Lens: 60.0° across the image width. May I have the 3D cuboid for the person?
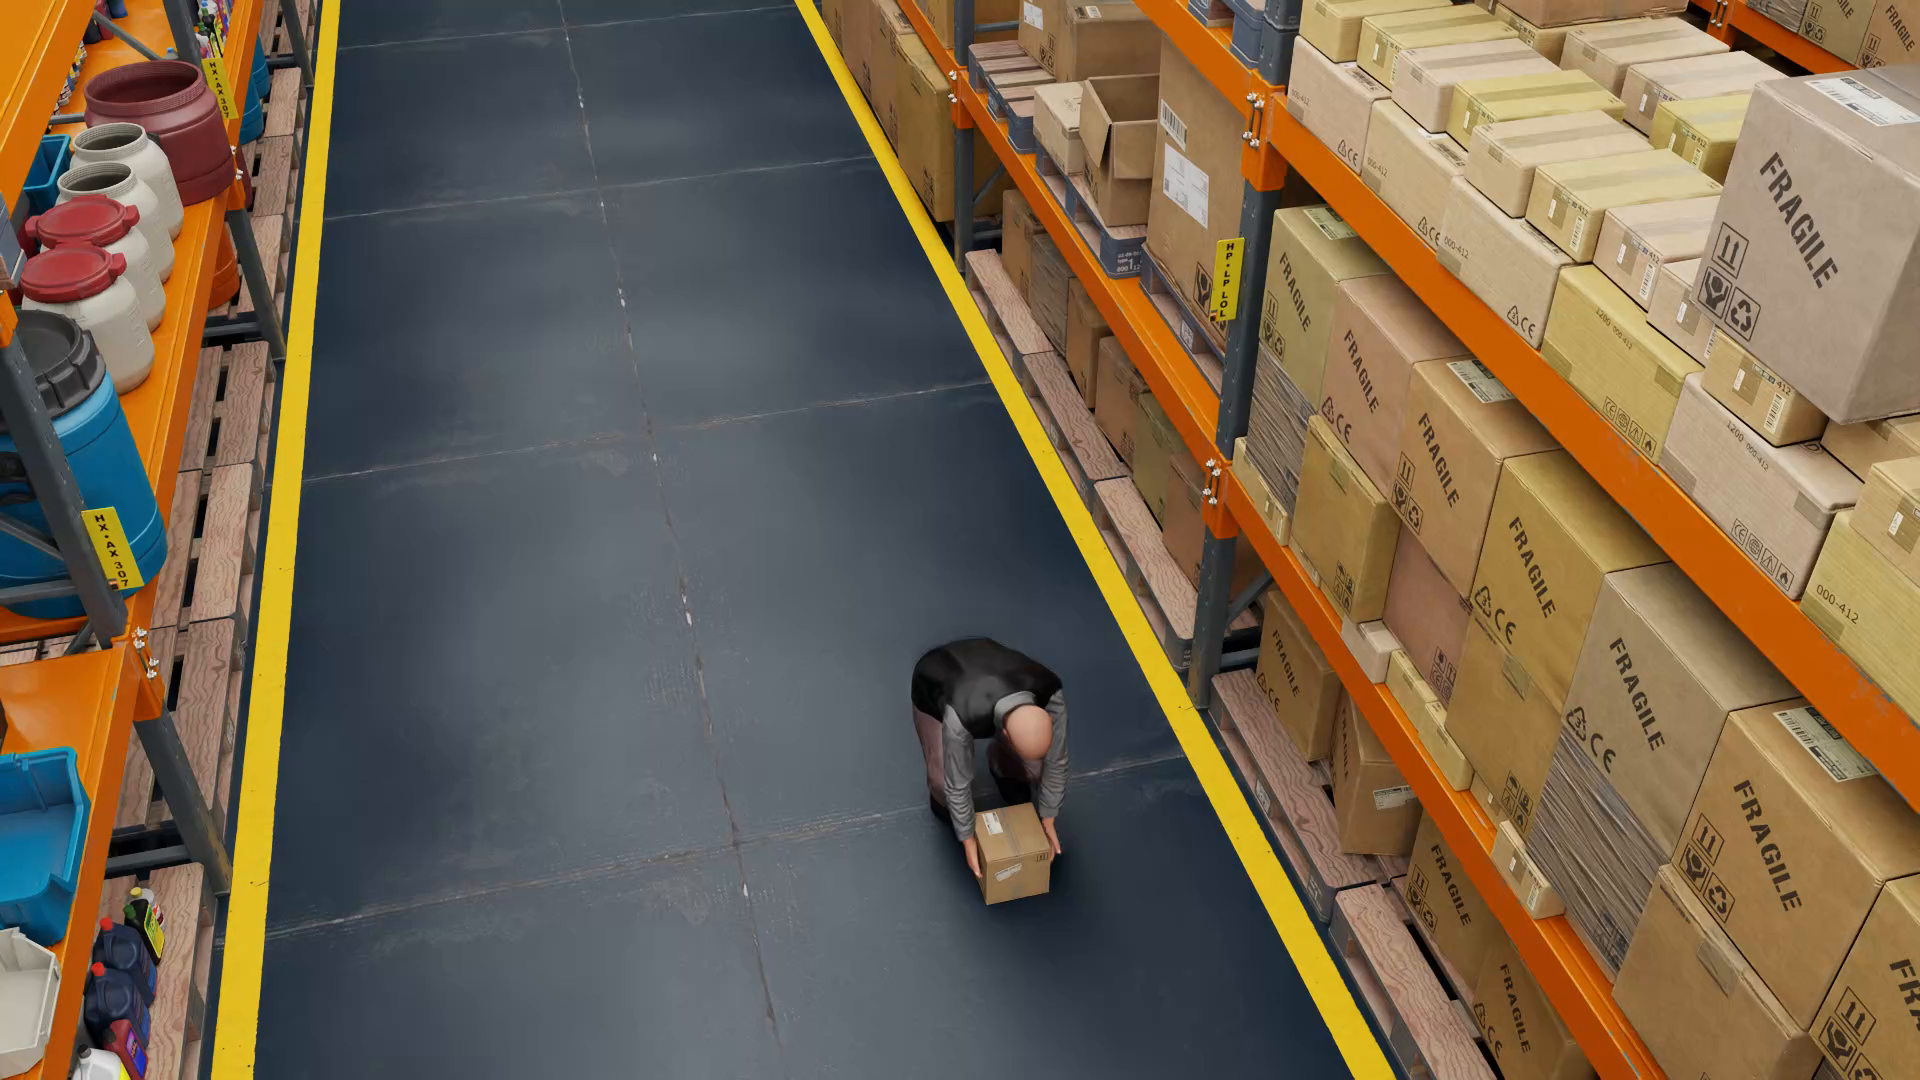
[{"bbox_3d":[0.115,0.765,6.462,0.535,0.857,0.871,-9,39,-12],"label":"person"}]
